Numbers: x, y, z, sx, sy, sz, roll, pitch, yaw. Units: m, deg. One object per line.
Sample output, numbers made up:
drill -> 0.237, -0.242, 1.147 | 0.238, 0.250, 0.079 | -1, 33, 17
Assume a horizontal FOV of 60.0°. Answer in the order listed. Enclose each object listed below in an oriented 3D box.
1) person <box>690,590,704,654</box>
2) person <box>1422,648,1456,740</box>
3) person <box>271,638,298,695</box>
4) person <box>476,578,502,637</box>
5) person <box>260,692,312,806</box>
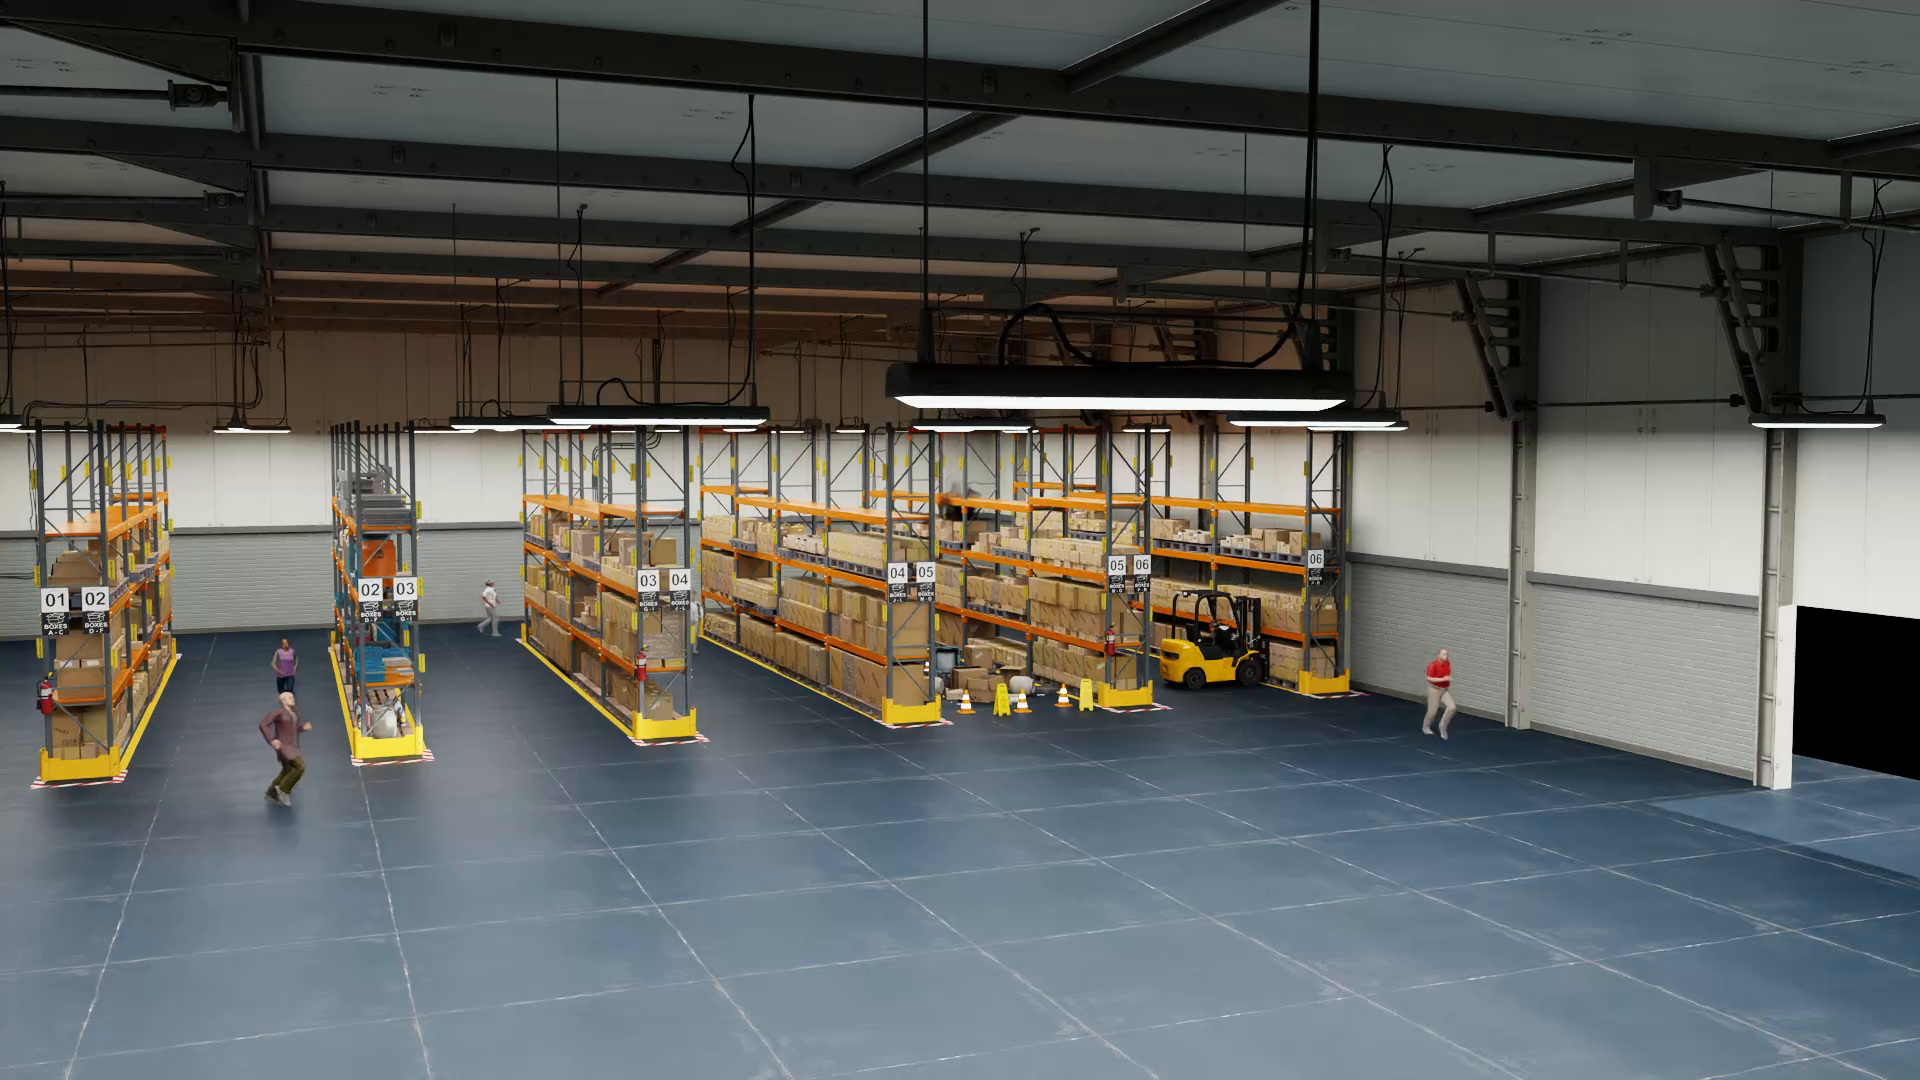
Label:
person -> -7.048, 2.152, 43.932 | 0.632, 1.661, 0.862 | -1, 4, -21
person -> 9.060, 2.910, 31.445 | 0.690, 1.745, 0.848 | -2, 4, -25
person -> -13.914, 2.812, 34.288 | 0.517, 1.584, 0.983 | -1, 4, -21
person -> -13.474, 1.919, 47.526 | 0.727, 1.695, 0.541 | 0, 4, -7
person -> -10.437, 3.231, 25.788 | 0.771, 1.756, 0.695 | 0, 4, 6
